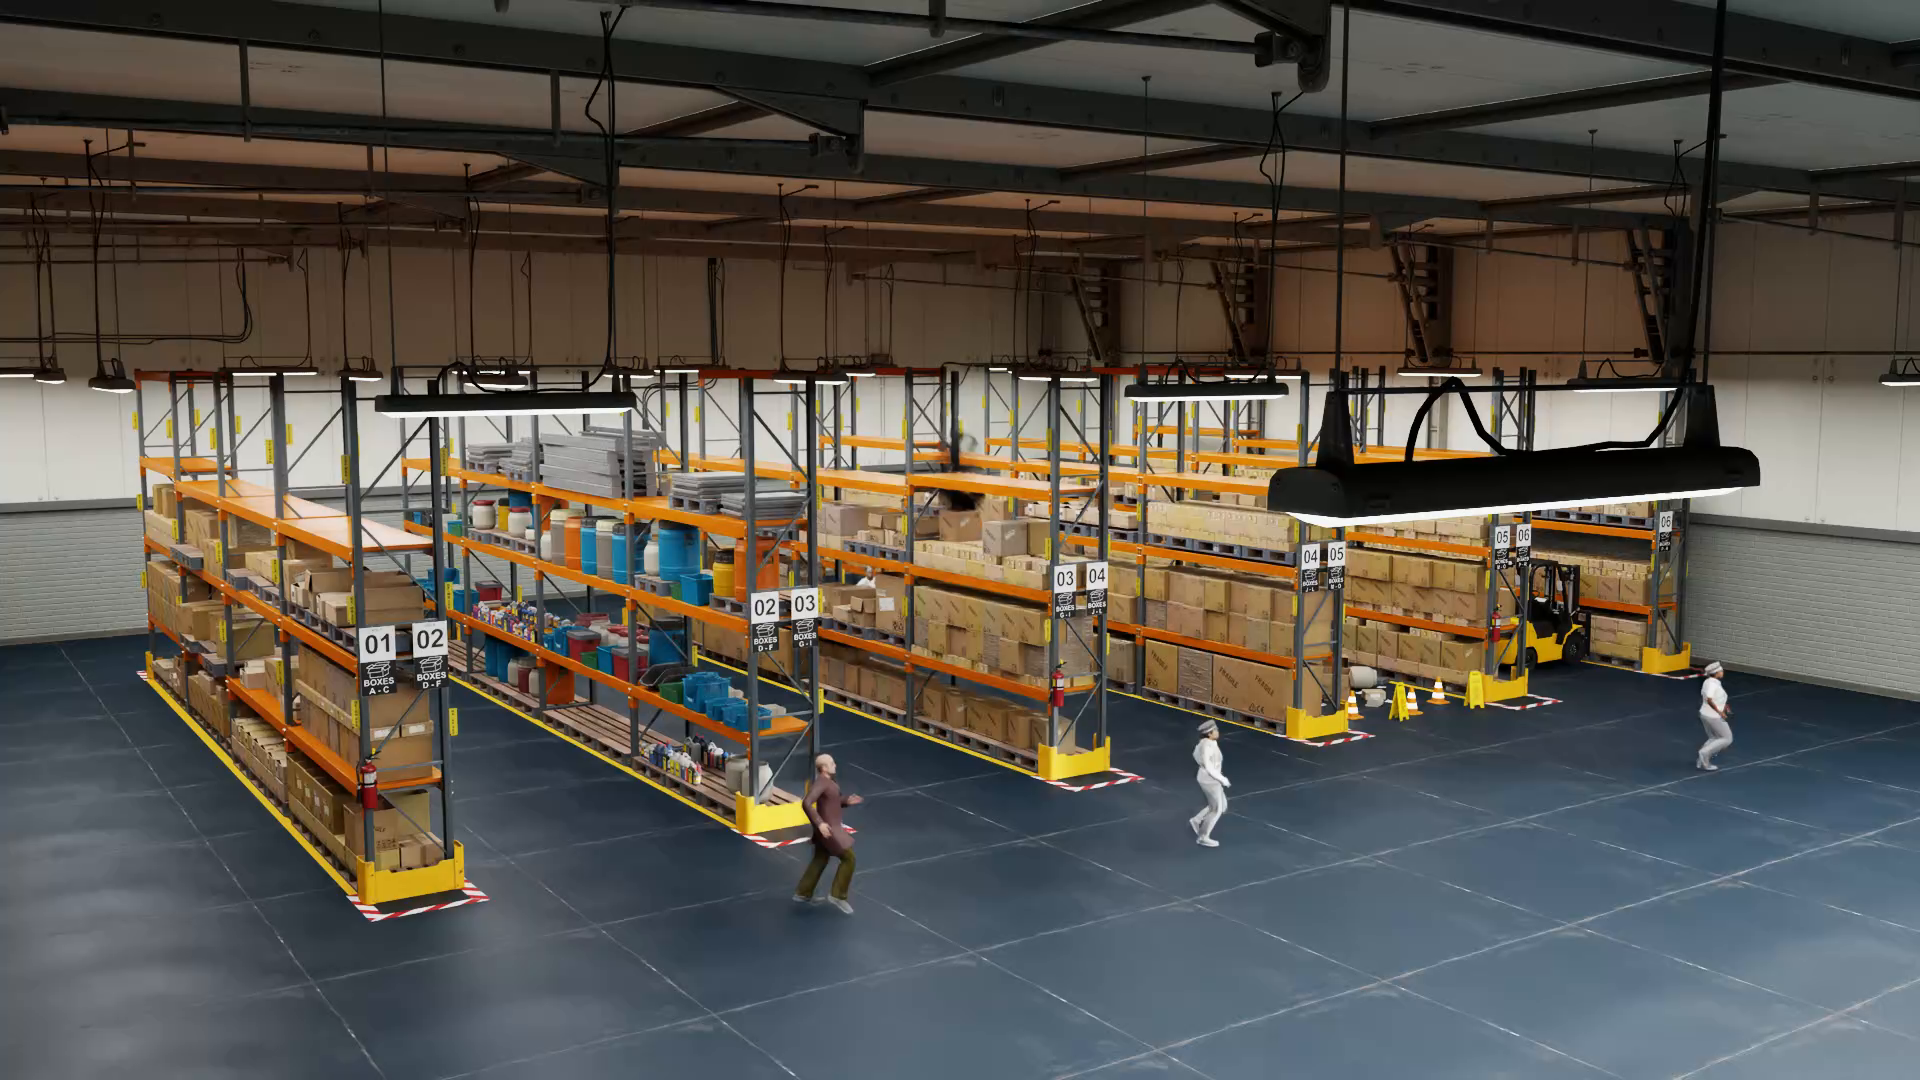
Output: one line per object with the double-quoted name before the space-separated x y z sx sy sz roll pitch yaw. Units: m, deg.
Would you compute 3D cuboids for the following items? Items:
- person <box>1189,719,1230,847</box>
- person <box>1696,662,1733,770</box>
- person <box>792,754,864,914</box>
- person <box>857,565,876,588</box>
"person" 3.217 3.108 21.369 0.476 1.664 0.623 0 6 -2
"person" 11.460 2.666 25.205 0.539 1.650 0.551 1 6 5
"person" -1.499 3.332 18.838 0.823 1.840 0.674 -1 7 -10
"person" -1.923 1.405 36.066 0.666 1.752 0.527 -3 7 -27
